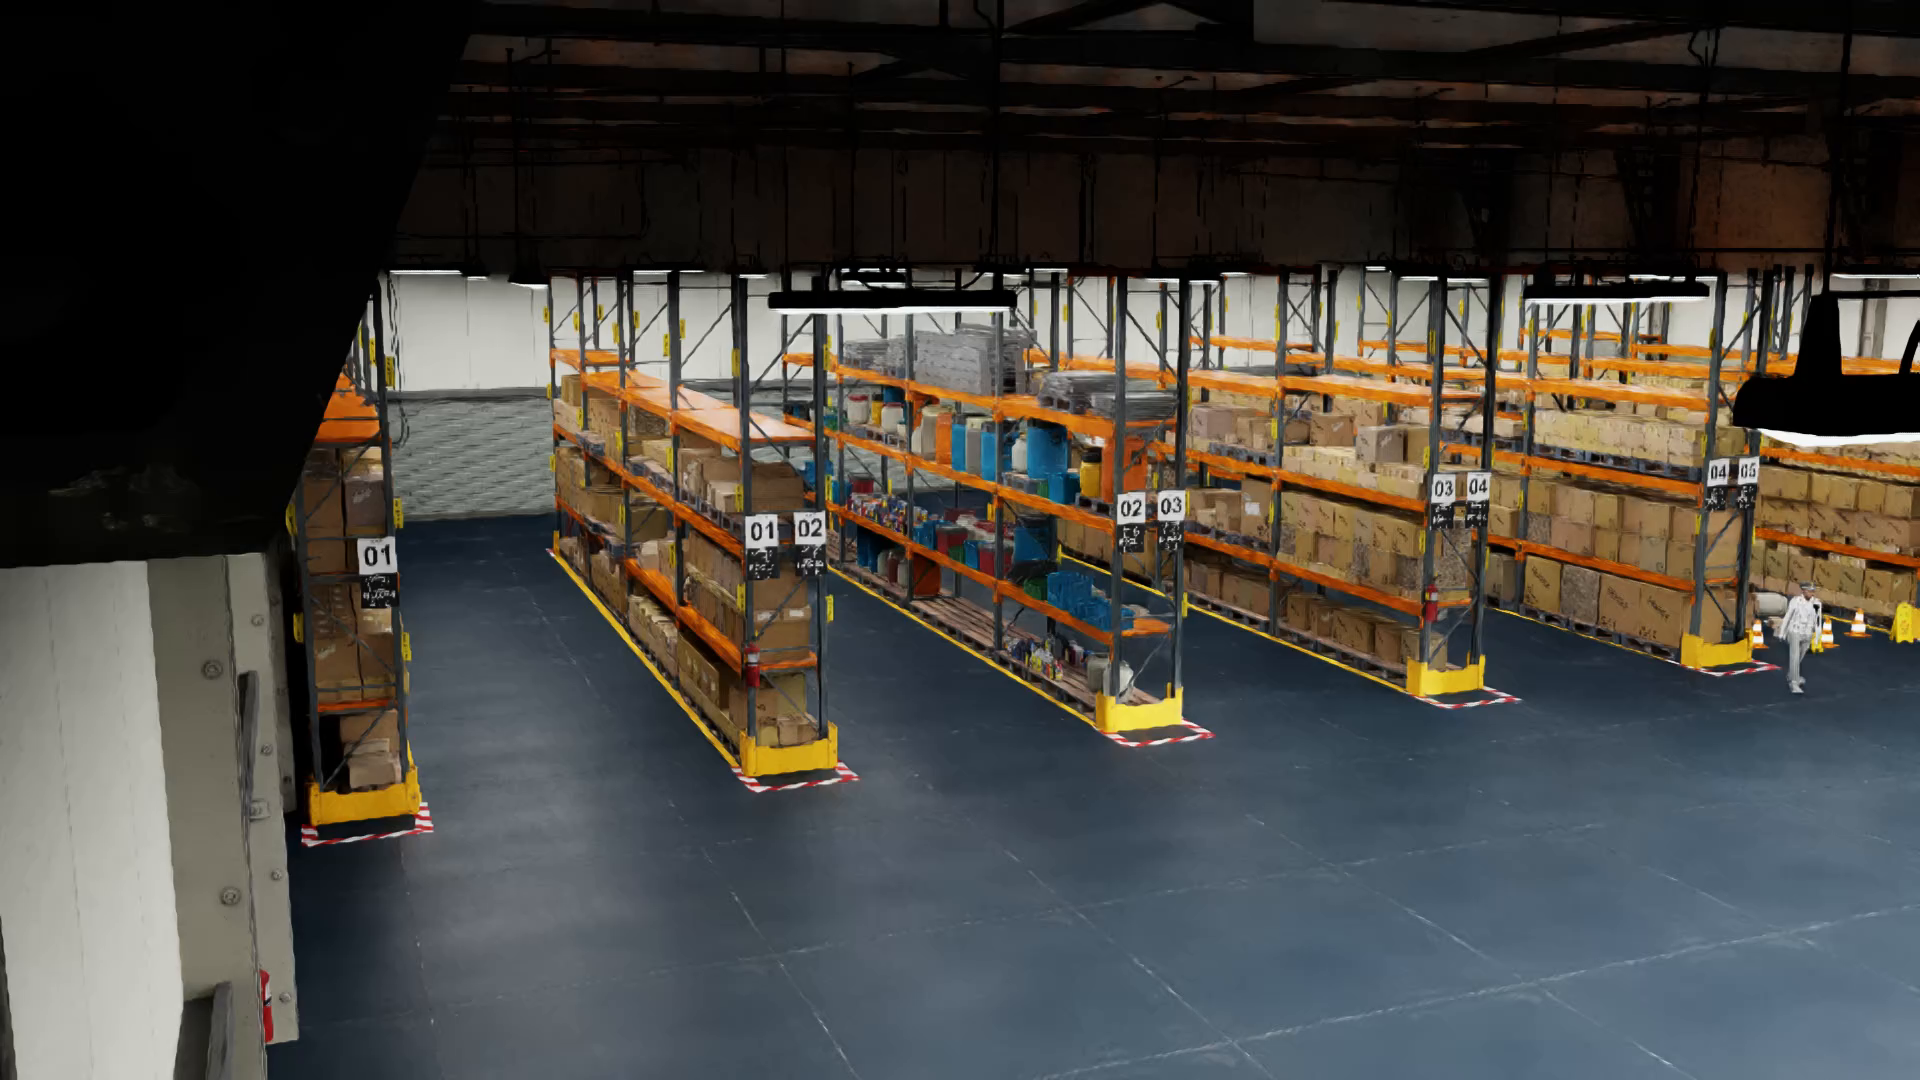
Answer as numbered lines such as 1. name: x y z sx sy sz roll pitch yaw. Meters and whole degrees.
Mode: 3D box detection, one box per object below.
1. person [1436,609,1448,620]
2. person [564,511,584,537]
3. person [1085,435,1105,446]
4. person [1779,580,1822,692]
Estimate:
1. person: 8.182 0.470 28.824 0.586 1.748 0.653 1 10 6
2. person: -8.300 -0.752 36.085 0.596 1.657 0.559 3 10 14
3. person: 3.527 -2.007 43.070 0.667 1.805 0.555 5 11 28
4. person: 12.242 1.360 24.165 0.524 1.621 0.930 0 10 2
